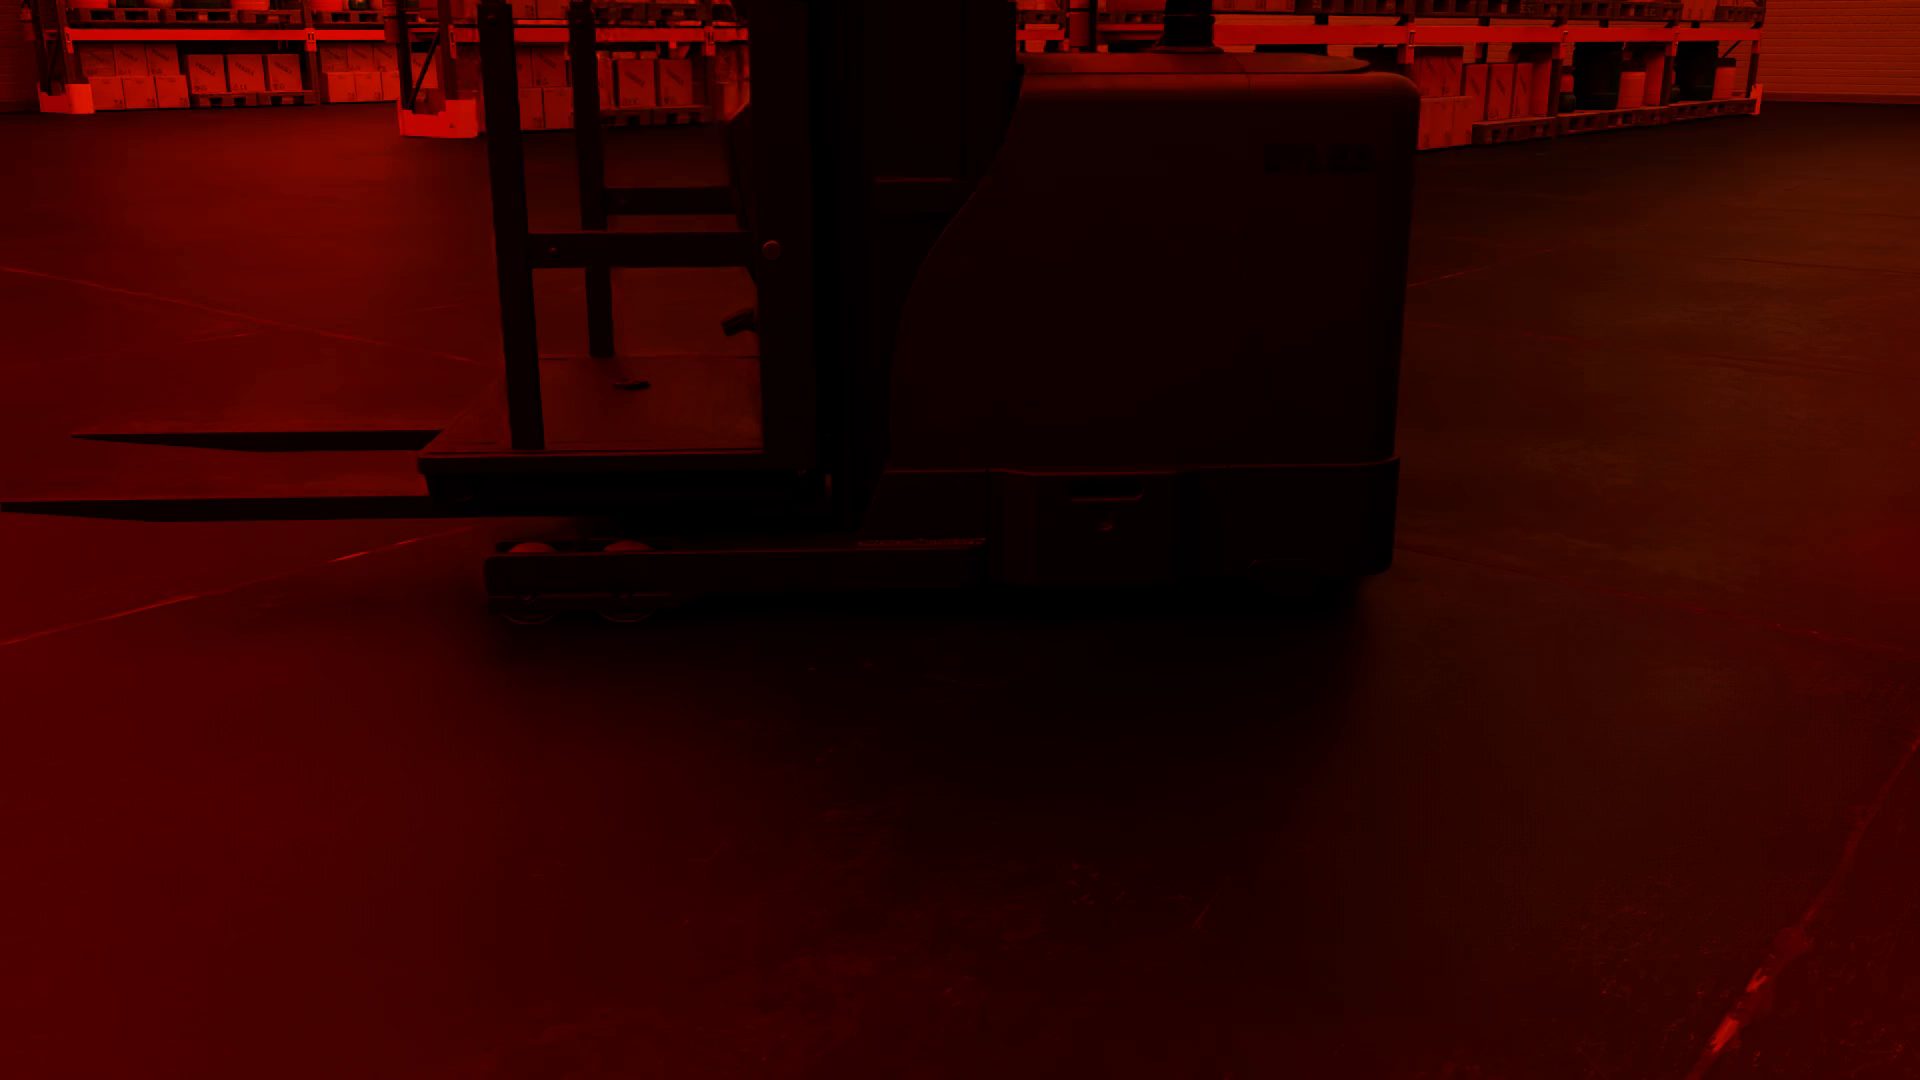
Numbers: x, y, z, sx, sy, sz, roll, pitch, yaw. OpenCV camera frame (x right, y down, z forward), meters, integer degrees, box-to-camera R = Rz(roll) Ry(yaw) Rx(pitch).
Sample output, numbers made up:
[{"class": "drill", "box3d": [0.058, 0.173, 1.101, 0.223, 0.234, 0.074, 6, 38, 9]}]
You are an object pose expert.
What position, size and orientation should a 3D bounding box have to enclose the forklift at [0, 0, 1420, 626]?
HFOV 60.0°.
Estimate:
[{"class": "forklift", "box3d": [-0.620, -1.387, 3.465, 3.031, 2.935, 1.130, -1, 17, -3]}]
